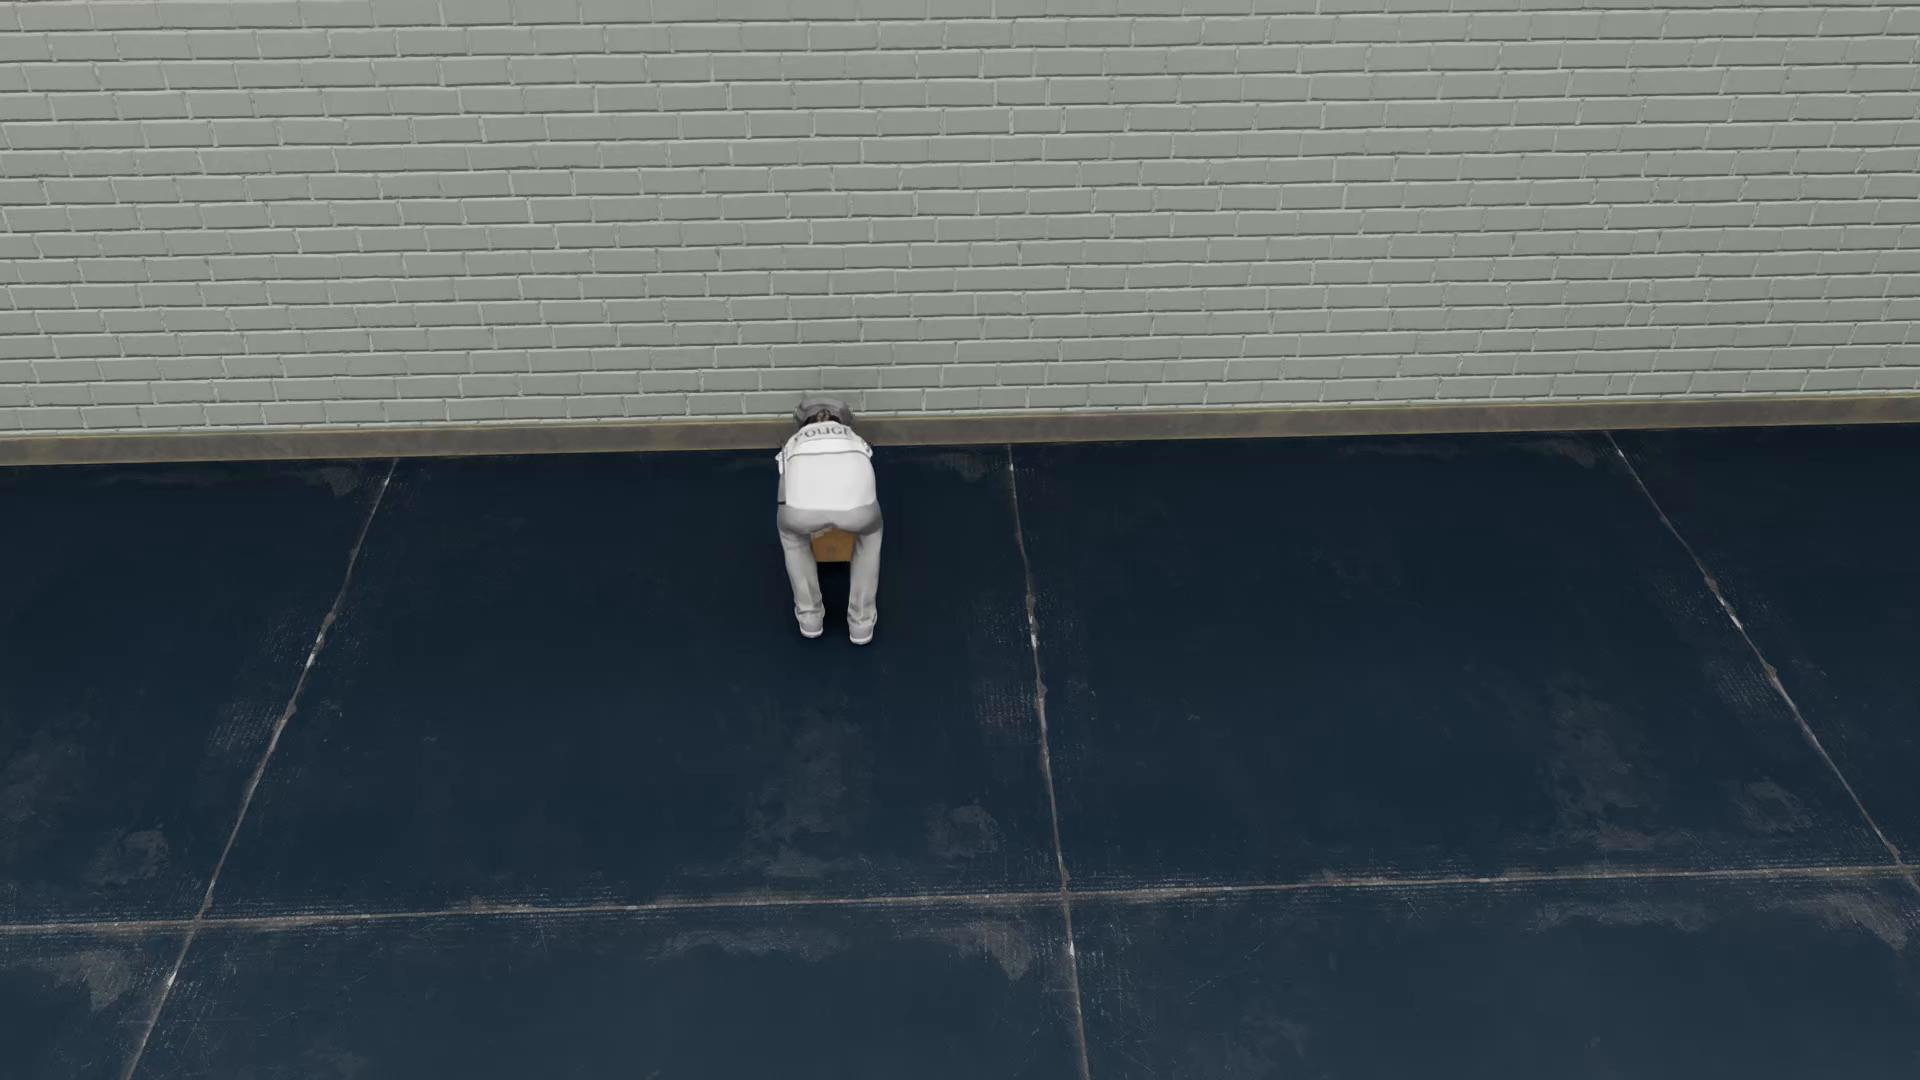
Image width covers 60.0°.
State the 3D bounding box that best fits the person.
[{"bbox_3d":[-0.542,-0.110,6.920,0.437,0.947,0.891,-3,36,-4],"label":"person"}]
